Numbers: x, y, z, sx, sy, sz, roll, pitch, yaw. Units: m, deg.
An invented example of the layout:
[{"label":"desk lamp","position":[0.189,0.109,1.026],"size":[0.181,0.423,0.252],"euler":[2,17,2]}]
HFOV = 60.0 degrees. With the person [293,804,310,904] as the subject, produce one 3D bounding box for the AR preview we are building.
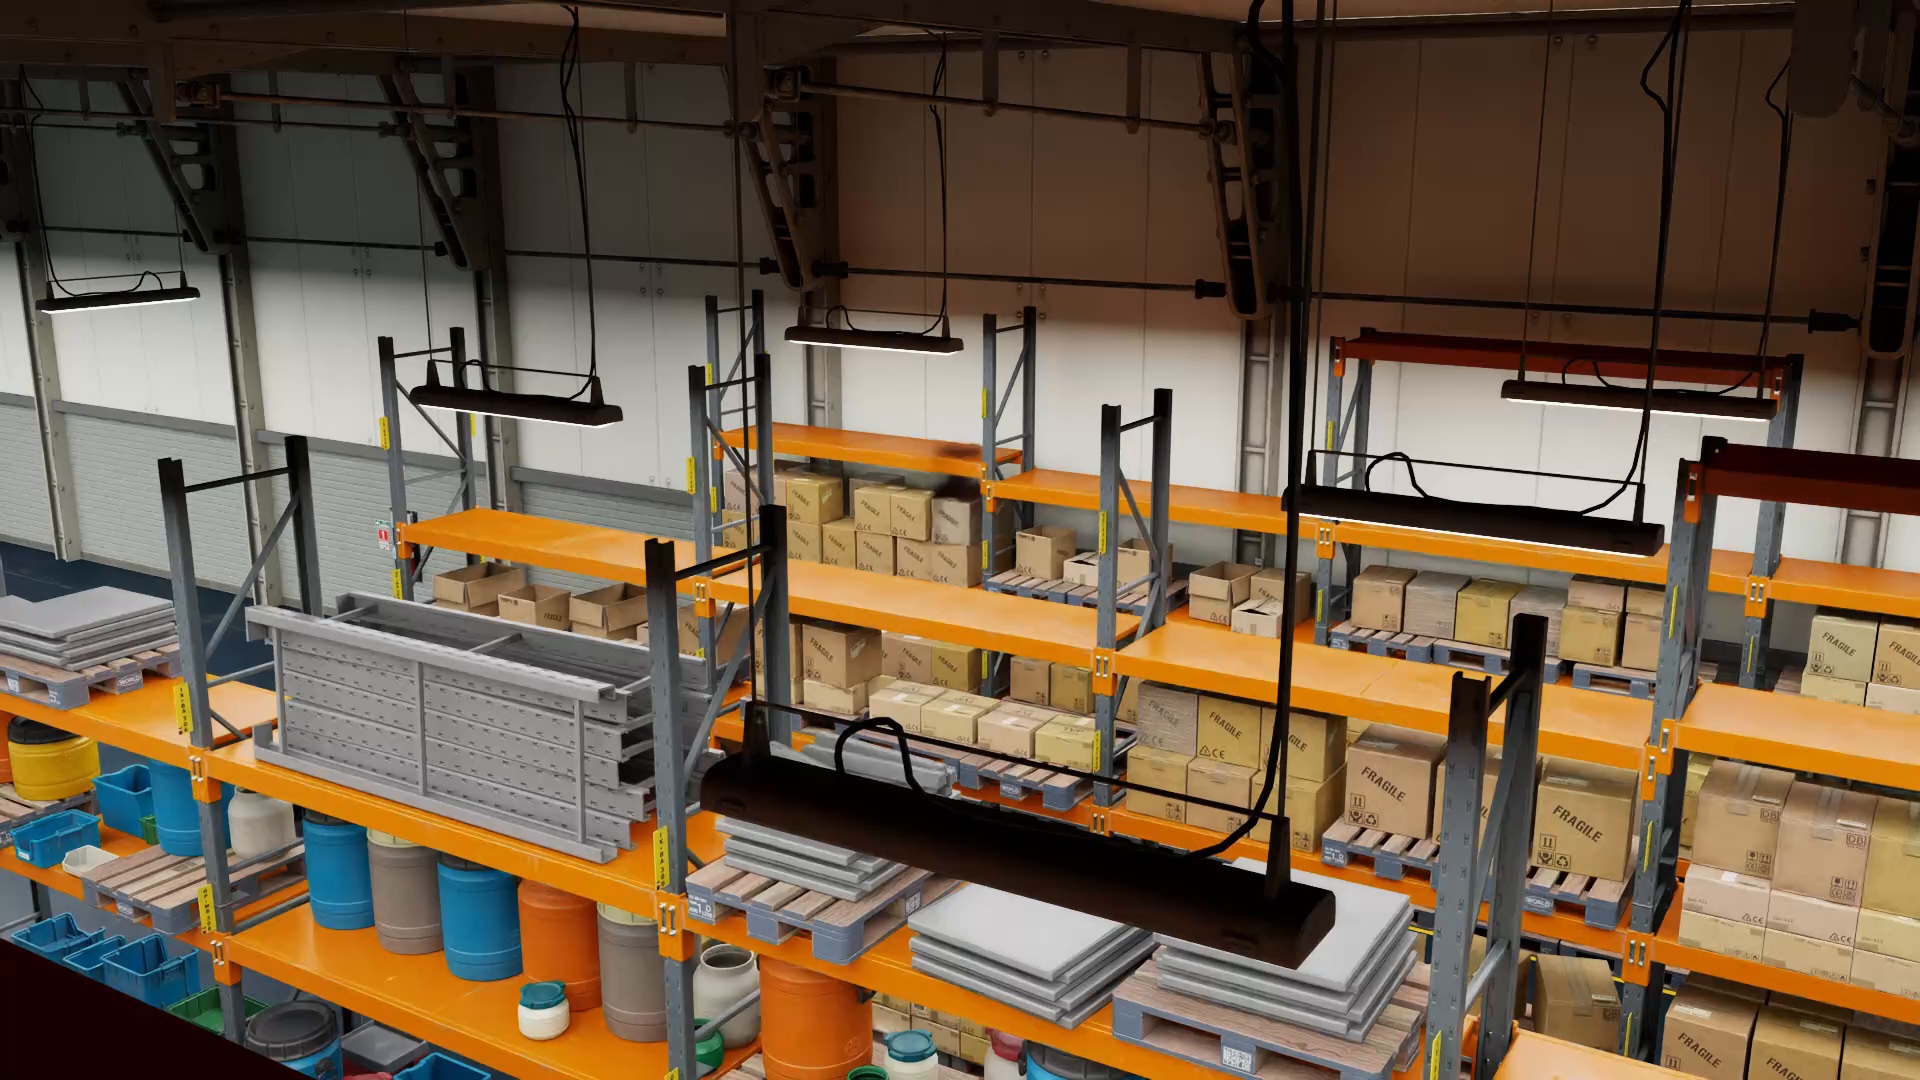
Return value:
[{"label":"person","position":[-7.035,2.967,17.689],"size":[0.480,1.726,0.538],"euler":[11,18,39]}]
